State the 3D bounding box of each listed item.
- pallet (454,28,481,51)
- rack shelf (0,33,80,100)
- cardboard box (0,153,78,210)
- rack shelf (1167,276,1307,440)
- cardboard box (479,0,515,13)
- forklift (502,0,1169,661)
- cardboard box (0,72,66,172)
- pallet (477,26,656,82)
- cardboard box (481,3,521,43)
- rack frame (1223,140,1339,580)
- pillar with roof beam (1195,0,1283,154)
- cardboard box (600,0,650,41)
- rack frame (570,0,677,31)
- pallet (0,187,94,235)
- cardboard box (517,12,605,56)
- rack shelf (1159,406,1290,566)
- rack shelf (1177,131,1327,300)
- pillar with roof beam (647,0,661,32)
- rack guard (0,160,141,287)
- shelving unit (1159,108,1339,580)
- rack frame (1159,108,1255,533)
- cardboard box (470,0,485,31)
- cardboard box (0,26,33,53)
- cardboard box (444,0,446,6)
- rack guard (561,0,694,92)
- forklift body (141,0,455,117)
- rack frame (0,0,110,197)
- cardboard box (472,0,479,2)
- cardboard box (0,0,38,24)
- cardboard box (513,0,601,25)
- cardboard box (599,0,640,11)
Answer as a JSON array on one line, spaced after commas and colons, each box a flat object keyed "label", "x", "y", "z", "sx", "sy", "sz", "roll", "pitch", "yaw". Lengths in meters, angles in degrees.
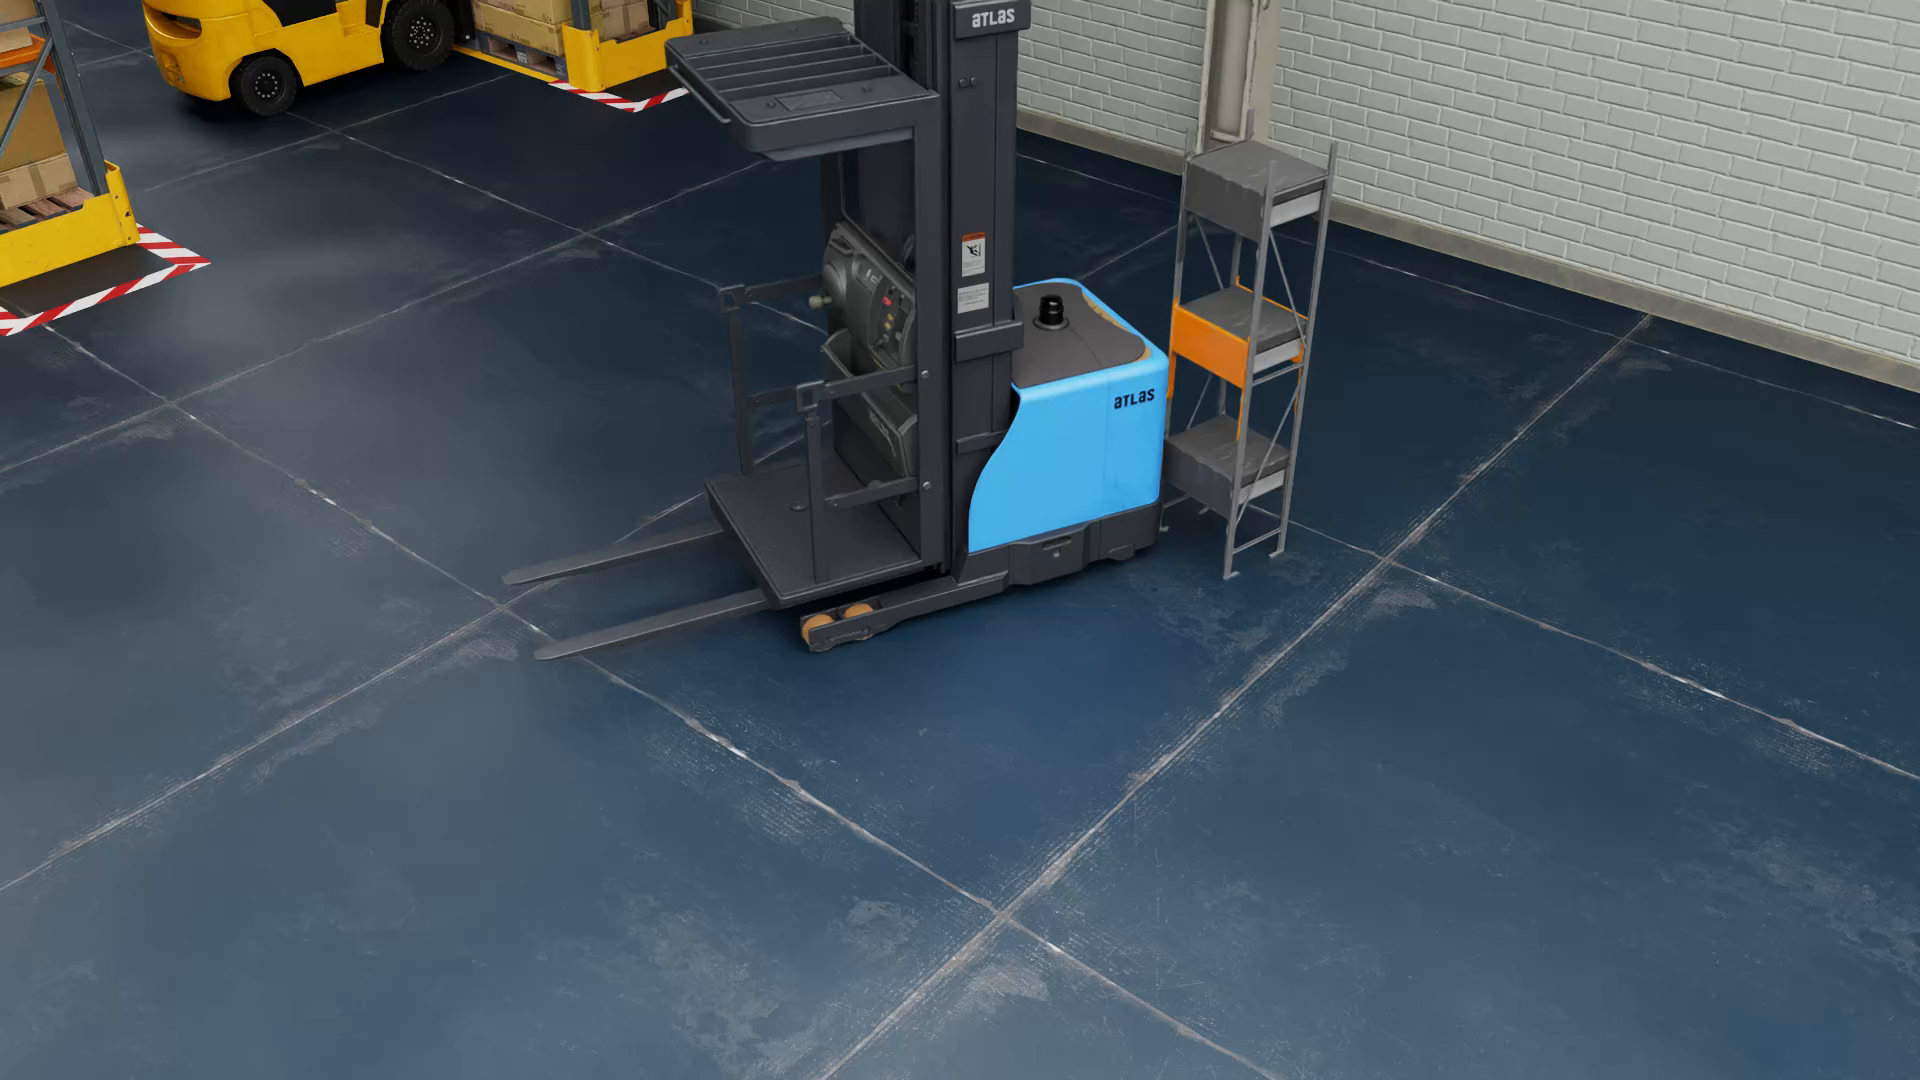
[{"label": "pallet", "x": -4.313, "y": -4.751, "z": 14.981, "sx": 1.213, "sy": 0.211, "sz": 1.003, "roll": 25, "pitch": 42, "yaw": 32}, {"label": "rack shelf", "x": -7.475, "y": -3.466, "z": 11.283, "sx": 4.000, "sy": 0.370, "sz": 1.077, "roll": 25, "pitch": 42, "yaw": 32}, {"label": "cardboard box", "x": -6.381, "y": -2.490, "z": 11.285, "sx": 0.500, "sy": 0.250, "sz": 0.500, "roll": 25, "pitch": 42, "yaw": 31}, {"label": "rack shelf", "x": 1.279, "y": -0.842, "z": 7.645, "sx": 0.431, "sy": 0.518, "sz": 0.480, "roll": -23, "pitch": 41, "yaw": -30}, {"label": "cardboard box", "x": -3.718, "y": -4.672, "z": 14.019, "sx": 0.500, "sy": 0.250, "sz": 0.500, "roll": 25, "pitch": 42, "yaw": 31}, {"label": "forklift", "x": -0.585, "y": -1.046, "z": 7.184, "sx": 3.031, "sy": 2.935, "sz": 1.130, "roll": -15, "pitch": 37, "yaw": -21}, {"label": "cardboard box", "x": -6.400, "y": -2.808, "z": 11.084, "sx": 0.500, "sy": 0.500, "sz": 0.500, "roll": 24, "pitch": 41, "yaw": 30}, {"label": "pallet", "x": -3.379, "y": -4.308, "z": 14.337, "sx": 1.213, "sy": 0.211, "sz": 1.003, "roll": 25, "pitch": 42, "yaw": 32}, {"label": "cardboard box", "x": -3.704, "y": -4.456, "z": 14.146, "sx": 0.500, "sy": 0.250, "sz": 0.500, "roll": 25, "pitch": 42, "yaw": 32}, {"label": "rack frame", "x": 1.425, "y": -0.743, "z": 7.477, "sx": 0.400, "sy": 2.100, "sz": 0.015, "roll": -23, "pitch": 41, "yaw": -30}, {"label": "pillar with roof beam", "x": -0.867, "y": -4.270, "z": 6.519, "sx": 0.400, "sy": 9.000, "sz": 9.100, "roll": 25, "pitch": 42, "yaw": 32}, {"label": "cardboard box", "x": -3.017, "y": -4.502, "z": 14.213, "sx": 0.500, "sy": 0.250, "sz": 0.500, "roll": 25, "pitch": 42, "yaw": 32}, {"label": "rack frame", "x": -2.765, "y": -5.199, "z": 13.171, "sx": 0.127, "sy": 3.000, "sz": 1.000, "roll": 25, "pitch": 42, "yaw": 32}, {"label": "pallet", "x": -6.598, "y": -2.226, "z": 11.305, "sx": 1.213, "sy": 0.211, "sz": 1.003, "roll": 25, "pitch": 42, "yaw": 32}, {"label": "cardboard box", "x": -3.328, "y": -4.272, "z": 13.878, "sx": 0.500, "sy": 0.250, "sz": 0.500, "roll": 26, "pitch": 42, "yaw": 32}, {"label": "rack shelf", "x": 1.279, "y": -0.265, "z": 8.041, "sx": 0.431, "sy": 0.518, "sz": 0.480, "roll": -23, "pitch": 41, "yaw": -30}, {"label": "rack shelf", "x": 1.279, "y": -1.419, "z": 7.249, "sx": 0.431, "sy": 0.518, "sz": 0.480, "roll": -23, "pitch": 41, "yaw": -30}, {"label": "pillar with roof beam", "x": -5.478, "y": -6.443, "z": 9.684, "sx": 0.400, "sy": 9.000, "sz": 9.100, "roll": 25, "pitch": 42, "yaw": 32}, {"label": "rack guard", "x": -5.996, "y": -2.035, "z": 10.772, "sx": 0.348, "sy": 0.500, "sz": 1.175, "roll": 25, "pitch": 42, "yaw": 32}, {"label": "shelving unit", "x": 1.279, "y": -0.853, "z": 7.637, "sx": 0.431, "sy": 2.100, "sz": 0.503, "roll": -23, "pitch": 41, "yaw": -30}, {"label": "rack frame", "x": 1.132, "y": -0.963, "z": 7.798, "sx": 0.400, "sy": 2.100, "sz": 0.015, "roll": -23, "pitch": 41, "yaw": -30}, {"label": "cardboard box", "x": -4.083, "y": -4.641, "z": 14.416, "sx": 0.500, "sy": 0.250, "sz": 0.500, "roll": 26, "pitch": 42, "yaw": 32}, {"label": "cardboard box", "x": -6.067, "y": -3.148, "z": 10.406, "sx": 0.250, "sy": 0.149, "sz": 0.380, "roll": 25, "pitch": 42, "yaw": 32}, {"label": "cardboard box", "x": -4.496, "y": -4.819, "z": 14.676, "sx": 0.500, "sy": 0.250, "sz": 0.500, "roll": 27, "pitch": 43, "yaw": 33}, {"label": "rack guard", "x": -2.746, "y": -4.160, "z": 13.866, "sx": 0.348, "sy": 0.500, "sz": 1.175, "roll": 25, "pitch": 42, "yaw": 32}, {"label": "forklift body", "x": -5.389, "y": -4.742, "z": 13.256, "sx": 1.214, "sy": 2.155, "sz": 2.313, "roll": 25, "pitch": 42, "yaw": 32}, {"label": "rack frame", "x": -5.938, "y": -3.038, "z": 10.024, "sx": 0.127, "sy": 3.000, "sz": 1.000, "roll": 25, "pitch": 42, "yaw": 32}, {"label": "cardboard box", "x": -4.128, "y": -4.849, "z": 14.278, "sx": 0.500, "sy": 0.250, "sz": 0.500, "roll": 24, "pitch": 41, "yaw": 31}, {"label": "cardboard box", "x": -6.124, "y": -3.494, "z": 10.337, "sx": 0.500, "sy": 0.500, "sz": 0.500, "roll": 25, "pitch": 41, "yaw": 31}, {"label": "cardboard box", "x": -3.339, "y": -4.485, "z": 13.748, "sx": 0.500, "sy": 0.250, "sz": 0.500, "roll": 25, "pitch": 41, "yaw": 31}, {"label": "cardboard box", "x": -2.993, "y": -4.706, "z": 14.068, "sx": 0.500, "sy": 0.250, "sz": 0.500, "roll": 26, "pitch": 42, "yaw": 33}]
